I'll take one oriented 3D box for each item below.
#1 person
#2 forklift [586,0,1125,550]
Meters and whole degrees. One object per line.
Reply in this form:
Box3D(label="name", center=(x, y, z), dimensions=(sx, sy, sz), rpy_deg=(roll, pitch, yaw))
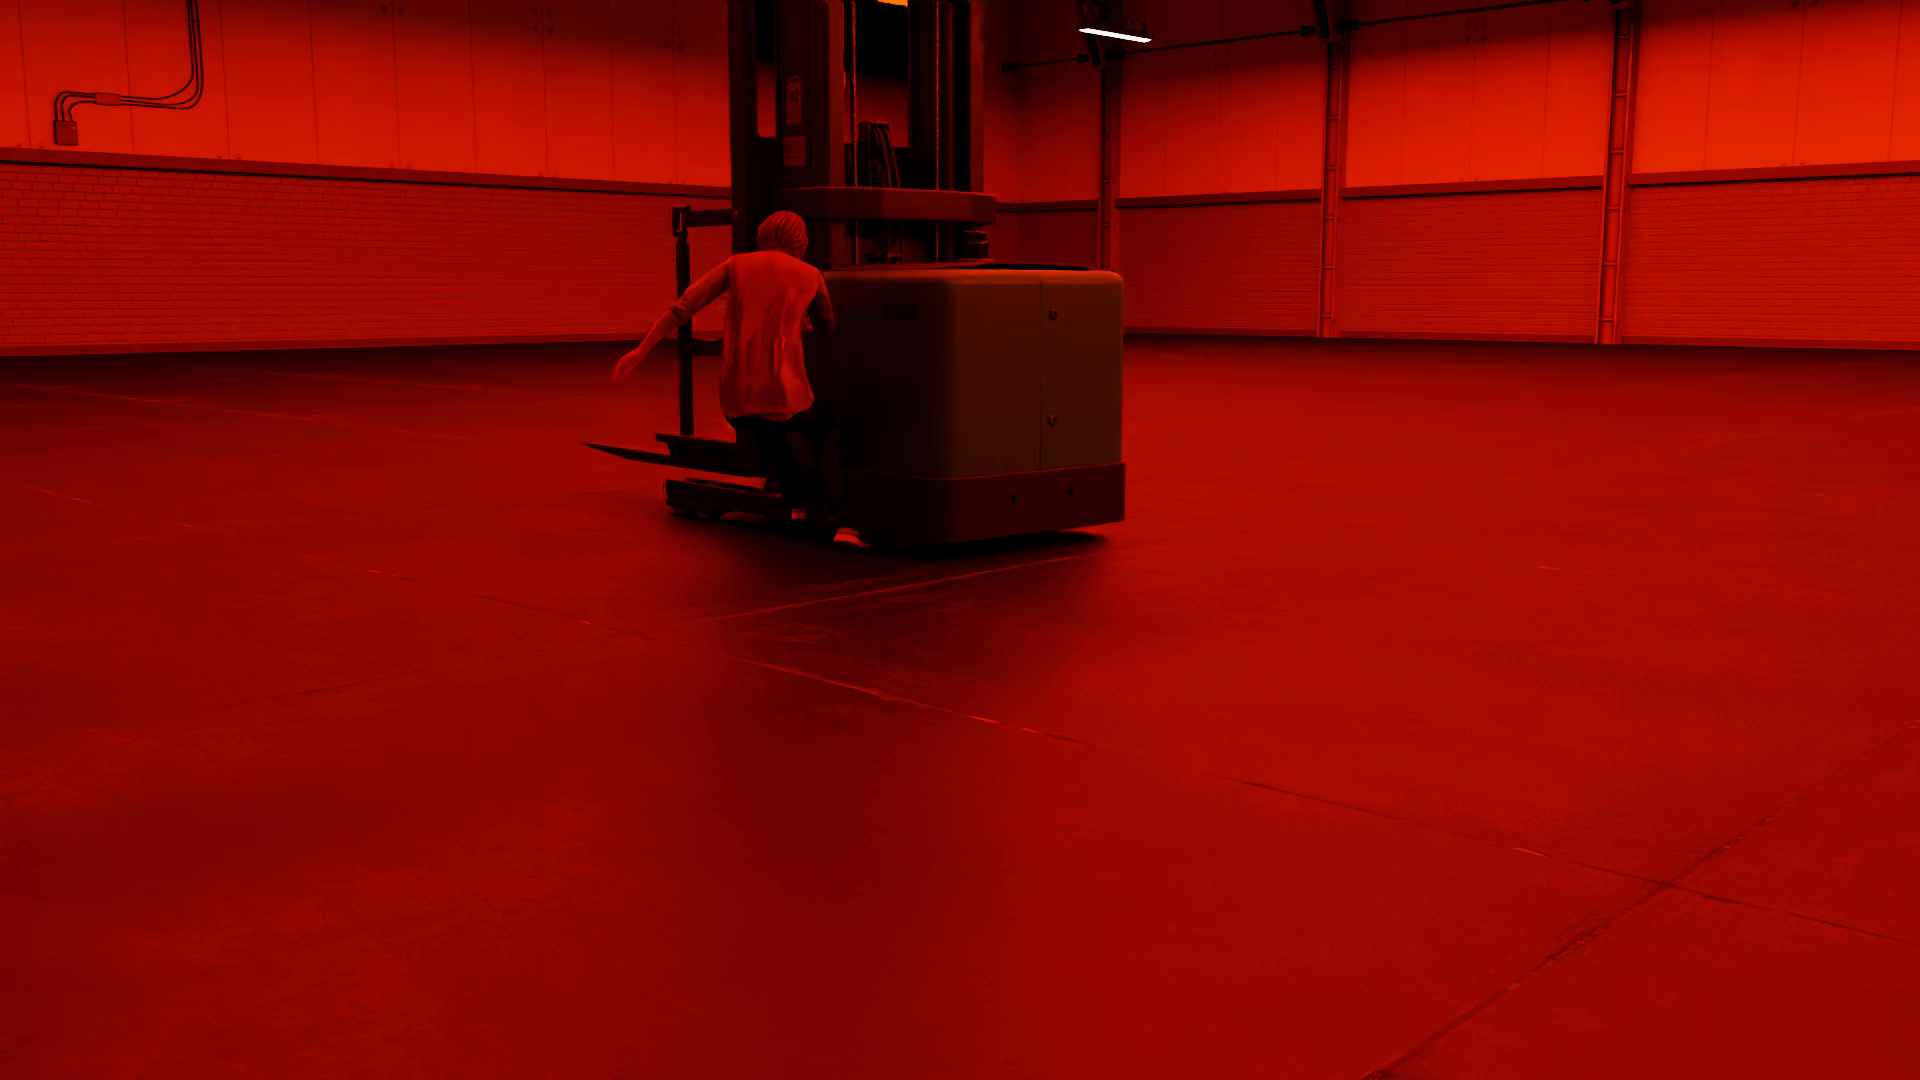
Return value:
Box3D(label="person", center=(-0.794, -0.589, 6.421), dimensions=(0.916, 1.339, 0.843), rpy_deg=(0, 9, 1))
Box3D(label="forklift", center=(-0.668, -1.581, 7.372), dimensions=(1.130, 2.935, 3.031), rpy_deg=(-7, 11, -40))
